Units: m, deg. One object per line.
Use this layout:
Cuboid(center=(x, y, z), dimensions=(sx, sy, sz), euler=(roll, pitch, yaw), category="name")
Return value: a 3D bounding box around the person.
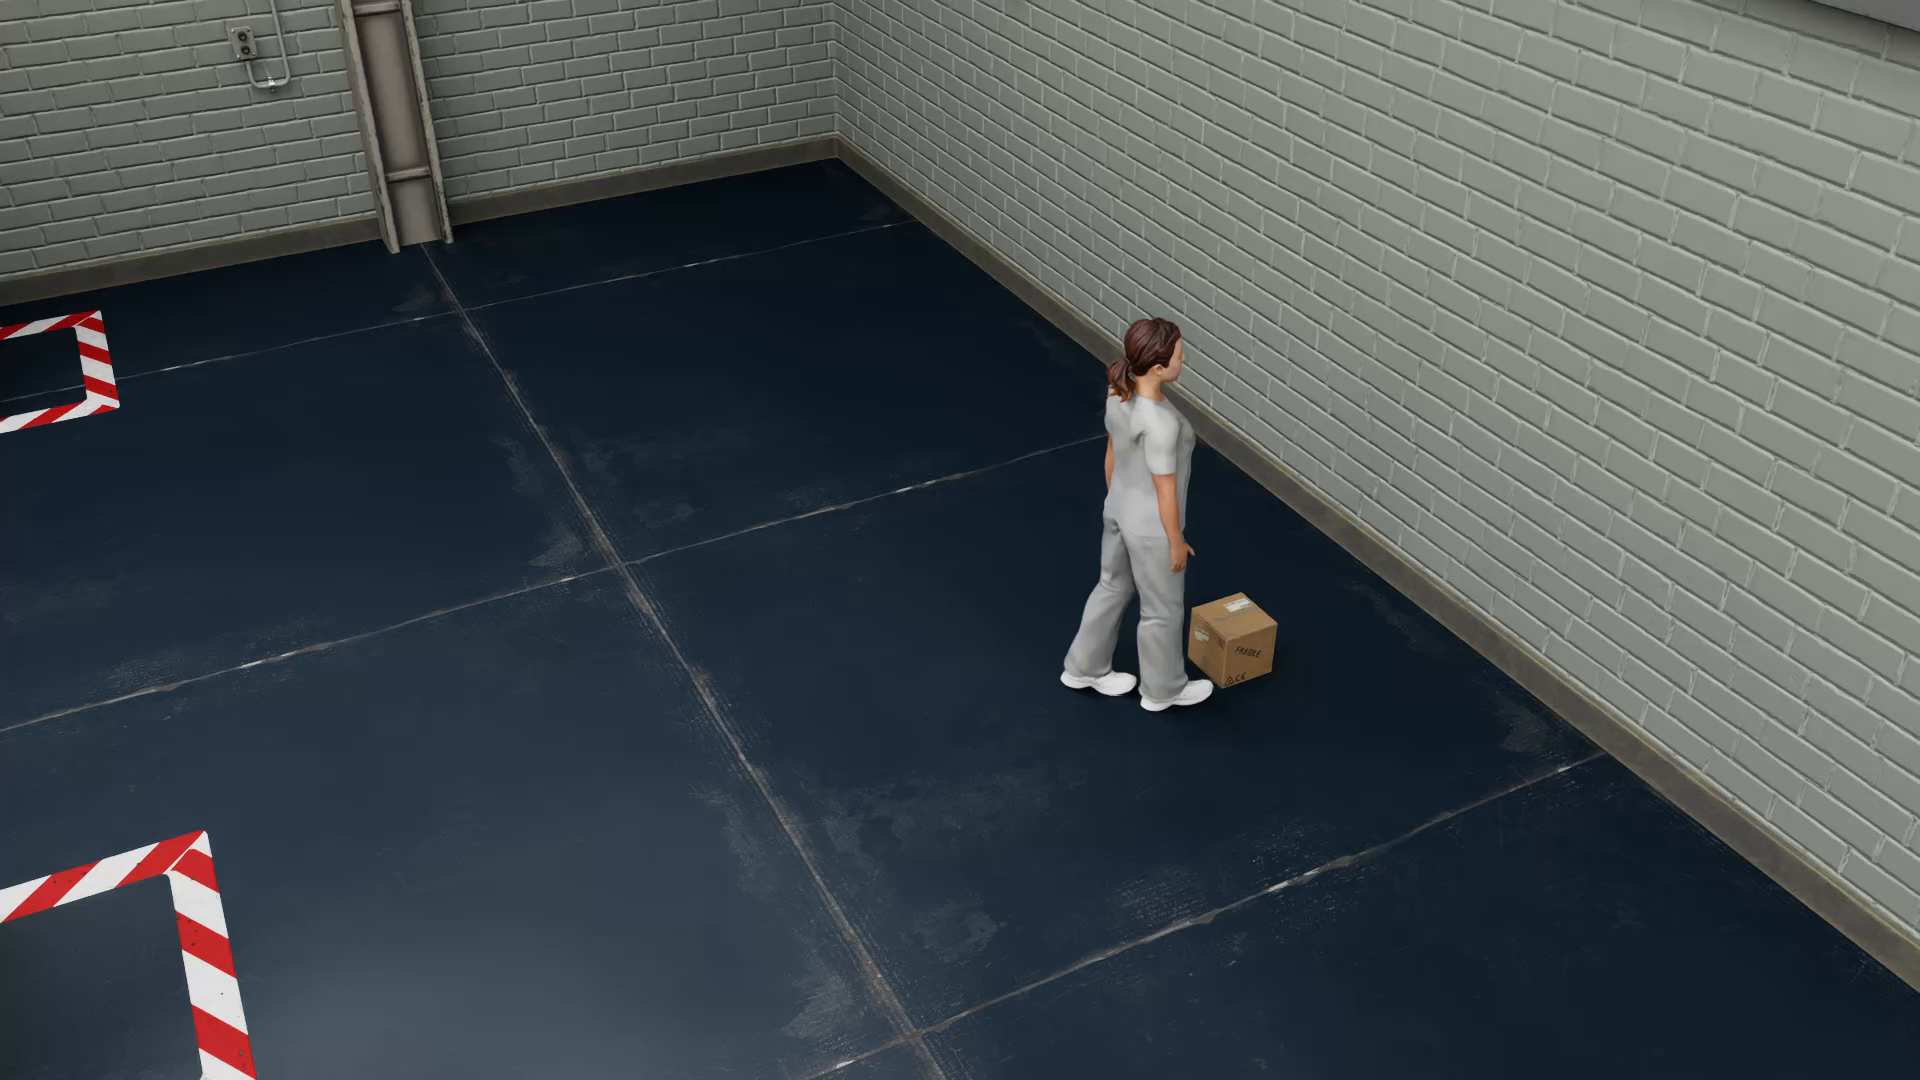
Cuboid(center=(0.722, -0.070, 6.244), dimensions=(0.565, 1.677, 0.451), euler=(-11, 35, -16), category="person")
